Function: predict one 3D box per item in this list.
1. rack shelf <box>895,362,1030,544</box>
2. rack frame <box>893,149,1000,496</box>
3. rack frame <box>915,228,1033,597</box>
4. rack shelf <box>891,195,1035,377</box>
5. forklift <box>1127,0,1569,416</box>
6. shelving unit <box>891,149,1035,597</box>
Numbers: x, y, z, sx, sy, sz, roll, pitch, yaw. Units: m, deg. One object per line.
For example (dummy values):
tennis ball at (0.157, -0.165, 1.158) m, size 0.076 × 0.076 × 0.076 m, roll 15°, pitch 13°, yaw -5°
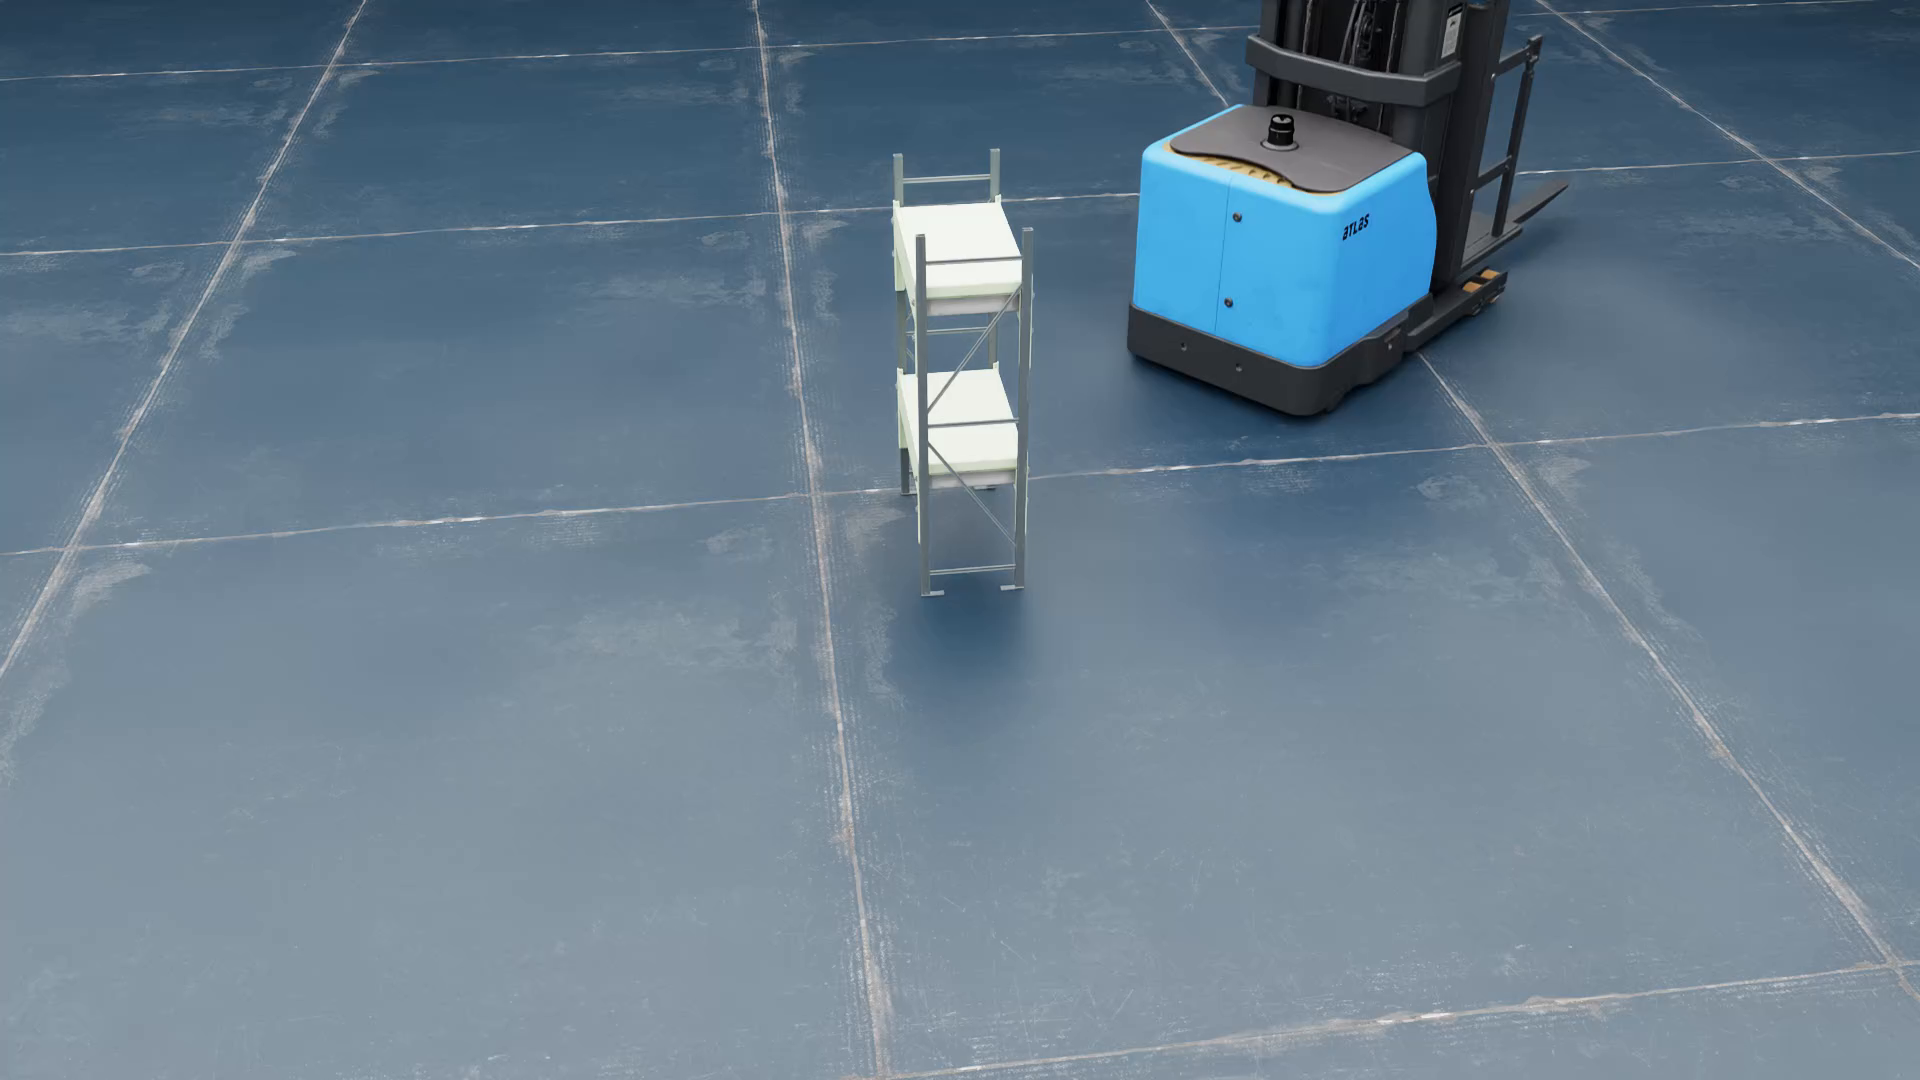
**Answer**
rack shelf at (-0.001, -0.354, 6.517) m, size 0.431 × 0.370 × 0.720 m, roll -4°, pitch 35°, yaw -6°
rack frame at (-0.050, -0.828, 6.633) m, size 0.400 × 1.500 × 0.023 m, roll -4°, pitch 35°, yaw -6°
rack frame at (0.048, -0.419, 6.033) m, size 0.400 × 1.500 × 0.023 m, roll -4°, pitch 35°, yaw -6°
rack shelf at (-0.001, -0.946, 6.113) m, size 0.431 × 0.370 × 0.720 m, roll -4°, pitch 35°, yaw -6°
forklift at (2.153, -2.517, 7.840) m, size 1.130 × 2.935 × 3.031 m, roll 26°, pitch 42°, yaw 33°
shelving unit at (-0.001, -0.623, 6.333) m, size 0.431 × 1.500 × 0.755 m, roll -4°, pitch 35°, yaw -6°
